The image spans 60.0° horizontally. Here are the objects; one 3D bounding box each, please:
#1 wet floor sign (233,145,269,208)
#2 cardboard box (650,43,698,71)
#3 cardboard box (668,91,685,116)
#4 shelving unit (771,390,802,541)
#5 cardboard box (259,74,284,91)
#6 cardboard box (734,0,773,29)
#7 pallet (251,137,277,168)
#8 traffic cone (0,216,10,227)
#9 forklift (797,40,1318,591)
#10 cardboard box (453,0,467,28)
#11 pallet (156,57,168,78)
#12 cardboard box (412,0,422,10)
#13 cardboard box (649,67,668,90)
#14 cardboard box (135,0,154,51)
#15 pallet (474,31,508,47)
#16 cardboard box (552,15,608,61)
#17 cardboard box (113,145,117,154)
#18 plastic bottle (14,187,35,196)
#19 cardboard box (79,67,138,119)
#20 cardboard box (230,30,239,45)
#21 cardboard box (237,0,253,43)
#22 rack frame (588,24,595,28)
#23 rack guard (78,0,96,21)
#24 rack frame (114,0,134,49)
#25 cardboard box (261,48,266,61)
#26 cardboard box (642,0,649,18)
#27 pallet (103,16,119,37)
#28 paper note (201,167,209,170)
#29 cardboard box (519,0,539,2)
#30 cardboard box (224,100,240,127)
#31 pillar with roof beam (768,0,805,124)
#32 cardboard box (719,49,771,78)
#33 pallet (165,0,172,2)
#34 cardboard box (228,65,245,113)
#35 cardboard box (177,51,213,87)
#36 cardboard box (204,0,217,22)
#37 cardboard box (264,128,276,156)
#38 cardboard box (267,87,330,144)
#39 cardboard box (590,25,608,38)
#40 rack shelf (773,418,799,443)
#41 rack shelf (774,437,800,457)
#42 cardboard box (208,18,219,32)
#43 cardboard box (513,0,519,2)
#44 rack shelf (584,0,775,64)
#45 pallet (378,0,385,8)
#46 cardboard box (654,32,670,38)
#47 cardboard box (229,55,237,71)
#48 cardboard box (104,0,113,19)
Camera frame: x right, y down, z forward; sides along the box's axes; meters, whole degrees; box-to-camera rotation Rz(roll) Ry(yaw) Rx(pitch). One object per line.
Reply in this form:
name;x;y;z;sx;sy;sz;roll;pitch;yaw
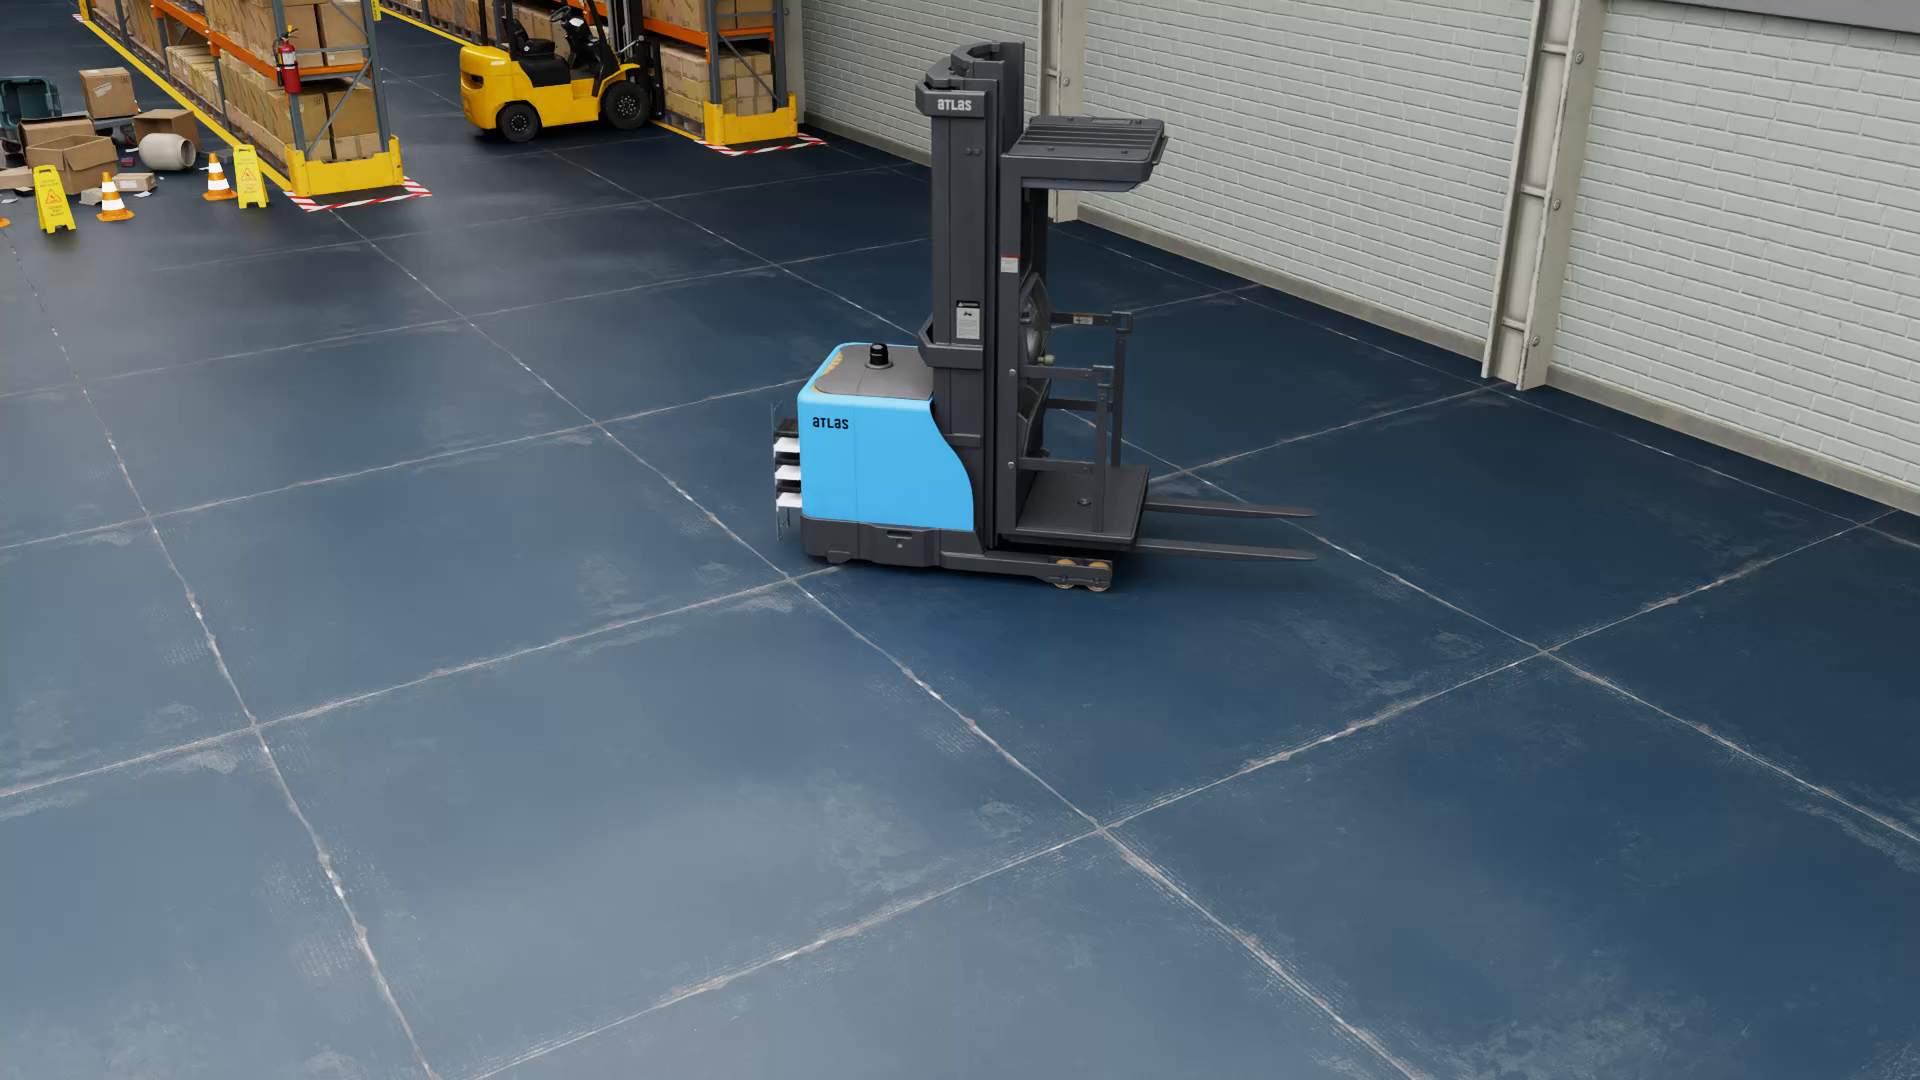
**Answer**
wet floor sign;-7.584;-3.891;17.737;0.267;0.644;0.232;-6;26;-12
cardboard box;-3.715;-6.282;21.600;0.500;0.250;0.500;-15;29;-29
cardboard box;-3.420;-5.652;21.439;0.500;0.250;0.500;-16;29;-30
shelving unit;-0.996;-0.445;10.139;0.210;0.900;0.258;5;26;10
cardboard box;-7.704;-5.194;18.829;0.380;0.149;0.250;-15;29;-28
cardboard box;-2.673;-6.719;20.851;0.500;0.500;0.500;-14;29;-28
pallet;-7.909;-4.774;20.116;1.003;0.211;1.213;-16;29;-30
traffic cone;-9.984;-3.457;17.032;0.336;0.463;0.334;-16;29;-30
forklift;0.617;-1.275;9.518;3.031;2.935;1.130;5;26;10
cardboard box;-8.265;-9.003;28.244;0.500;0.500;0.500;-17;30;-31
pallet;-11.526;-7.173;25.198;1.003;0.211;1.213;-16;29;-30
cardboard box;-9.736;-9.755;30.248;0.380;0.149;0.250;-17;30;-31
cardboard box;-3.727;-6.067;21.731;0.500;0.250;0.500;-16;30;-31
cardboard box;-12.437;-8.270;26.252;0.875;0.875;0.875;-15;29;-28
pallet;-7.378;-8.308;27.601;1.003;0.211;1.213;-16;29;-30
cardboard box;-5.530;-7.442;24.790;0.875;0.625;0.625;-16;30;-30
cardboard box;-10.329;-4.676;19.844;0.396;0.266;0.258;7;26;15
plastic bottle;-10.325;-3.845;18.323;0.283;0.061;0.133;18;31;33
cardboard box;-10.450;-5.491;20.408;0.500;0.500;0.500;-16;29;-30
cardboard box;-8.382;-5.943;19.620;0.380;0.149;0.250;-15;29;-29
cardboard box;-7.858;-5.943;18.860;0.500;0.500;0.500;-16;29;-30
rack frame;-4.818;-7.862;23.391;1.000;3.000;0.127;-16;29;-30
rack guard;-15.539;-9.874;30.581;1.175;0.500;0.348;-16;29;-30
rack frame;-13.342;-9.566;26.999;1.000;3.000;0.127;-16;29;-30
cardboard box;-7.528;-5.405;18.480;0.380;0.149;0.250;-16;30;-30
cardboard box;-3.963;-7.140;21.743;0.500;0.500;0.500;-15;29;-29
pallet;-14.362;-9.031;29.134;1.003;0.211;1.213;-16;29;-30
paper note;-8.785;-4.350;19.428;0.148;0.019;0.142;18;31;33
cardboard box;-7.026;-8.905;27.276;0.380;0.149;0.250;-14;29;-27
cardboard box;-8.879;-5.377;20.855;0.500;0.250;0.500;-17;30;-32
pillar with roof beam;-5.867;-8.600;17.927;9.100;9.000;0.400;-16;29;-30
cardboard box;-2.739;-6.046;21.102;0.500;0.250;0.500;-16;30;-30
pallet;-10.681;-7.818;23.522;1.213;0.211;1.003;-16;29;-30
cardboard box;-8.577;-5.527;20.295;0.500;0.500;0.500;-14;29;-28
cardboard box;-10.449;-6.670;23.451;0.950;0.372;0.625;-16;30;-31
cardboard box;-8.969;-6.661;20.382;0.500;0.500;0.500;-16;29;-30
cardboard box;-7.734;-4.633;19.280;0.500;0.250;0.500;-15;29;-29
cardboard box;-7.447;-4.785;18.722;0.500;0.500;0.500;-15;29;-29
cardboard box;-4.817;-7.015;23.153;0.500;0.250;0.500;-16;30;-30
rack shelf;-0.996;-0.659;10.038;0.200;0.077;0.258;5;26;10
rack shelf;-0.996;-0.578;10.076;0.200;0.077;0.258;5;26;10
cardboard box;-9.072;-6.403;20.594;0.380;0.149;0.250;-16;29;-30
cardboard box;-7.249;-8.749;27.705;0.500;0.500;0.500;-15;29;-29
rack shelf;-3.727;-6.822;22.029;1.077;0.370;4.000;-16;29;-30
pallet;-10.892;-10.581;32.417;1.003;0.211;1.213;-16;29;-30
cardboard box;-3.834;-6.768;22.631;0.500;0.250;0.500;-15;29;-29
cardboard box;-8.579;-5.767;20.043;0.380;0.149;0.250;-14;29;-28
cardboard box;-14.575;-9.489;29.347;0.875;0.438;0.875;-15;29;-28
